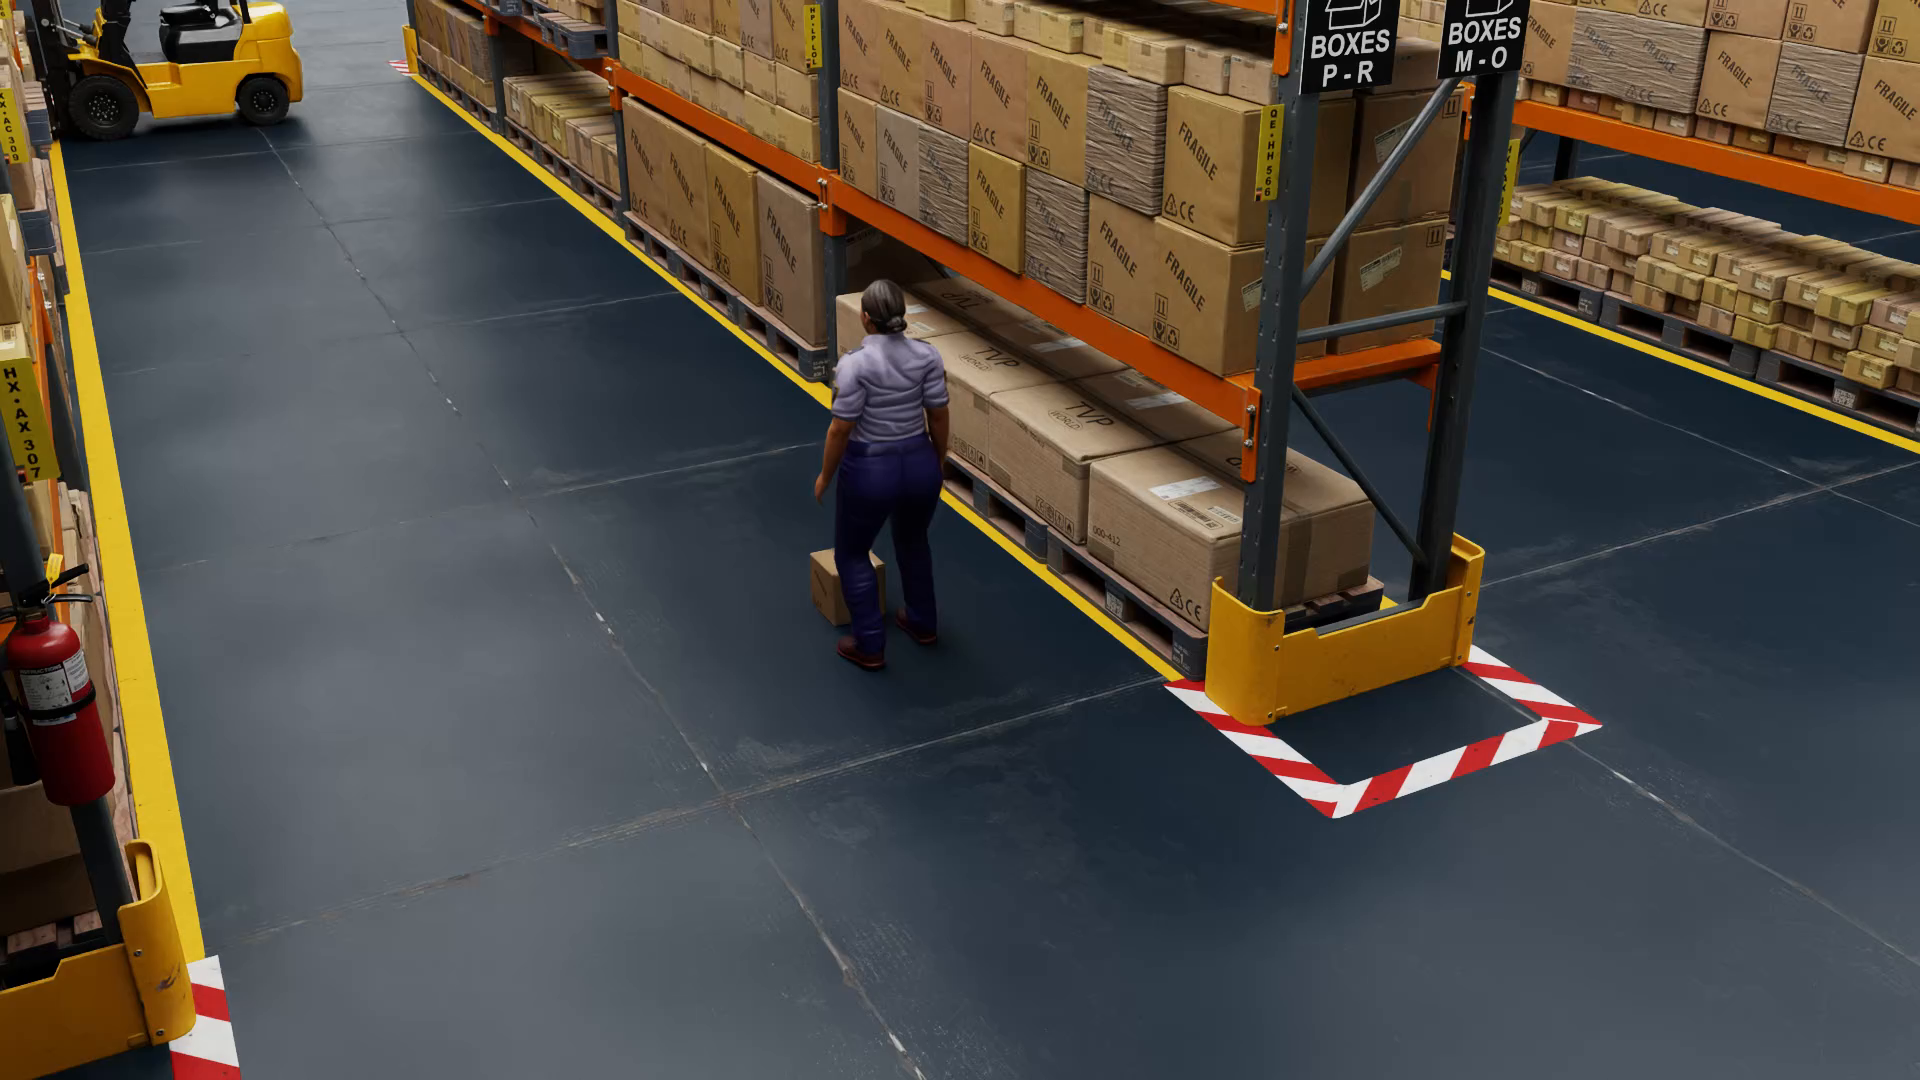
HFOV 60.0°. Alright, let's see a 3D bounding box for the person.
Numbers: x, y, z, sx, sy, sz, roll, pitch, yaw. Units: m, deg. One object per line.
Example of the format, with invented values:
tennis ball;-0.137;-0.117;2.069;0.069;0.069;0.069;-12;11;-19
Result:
person;-0.323;-0.272;6.724;0.538;1.636;0.437;-12;28;-24
